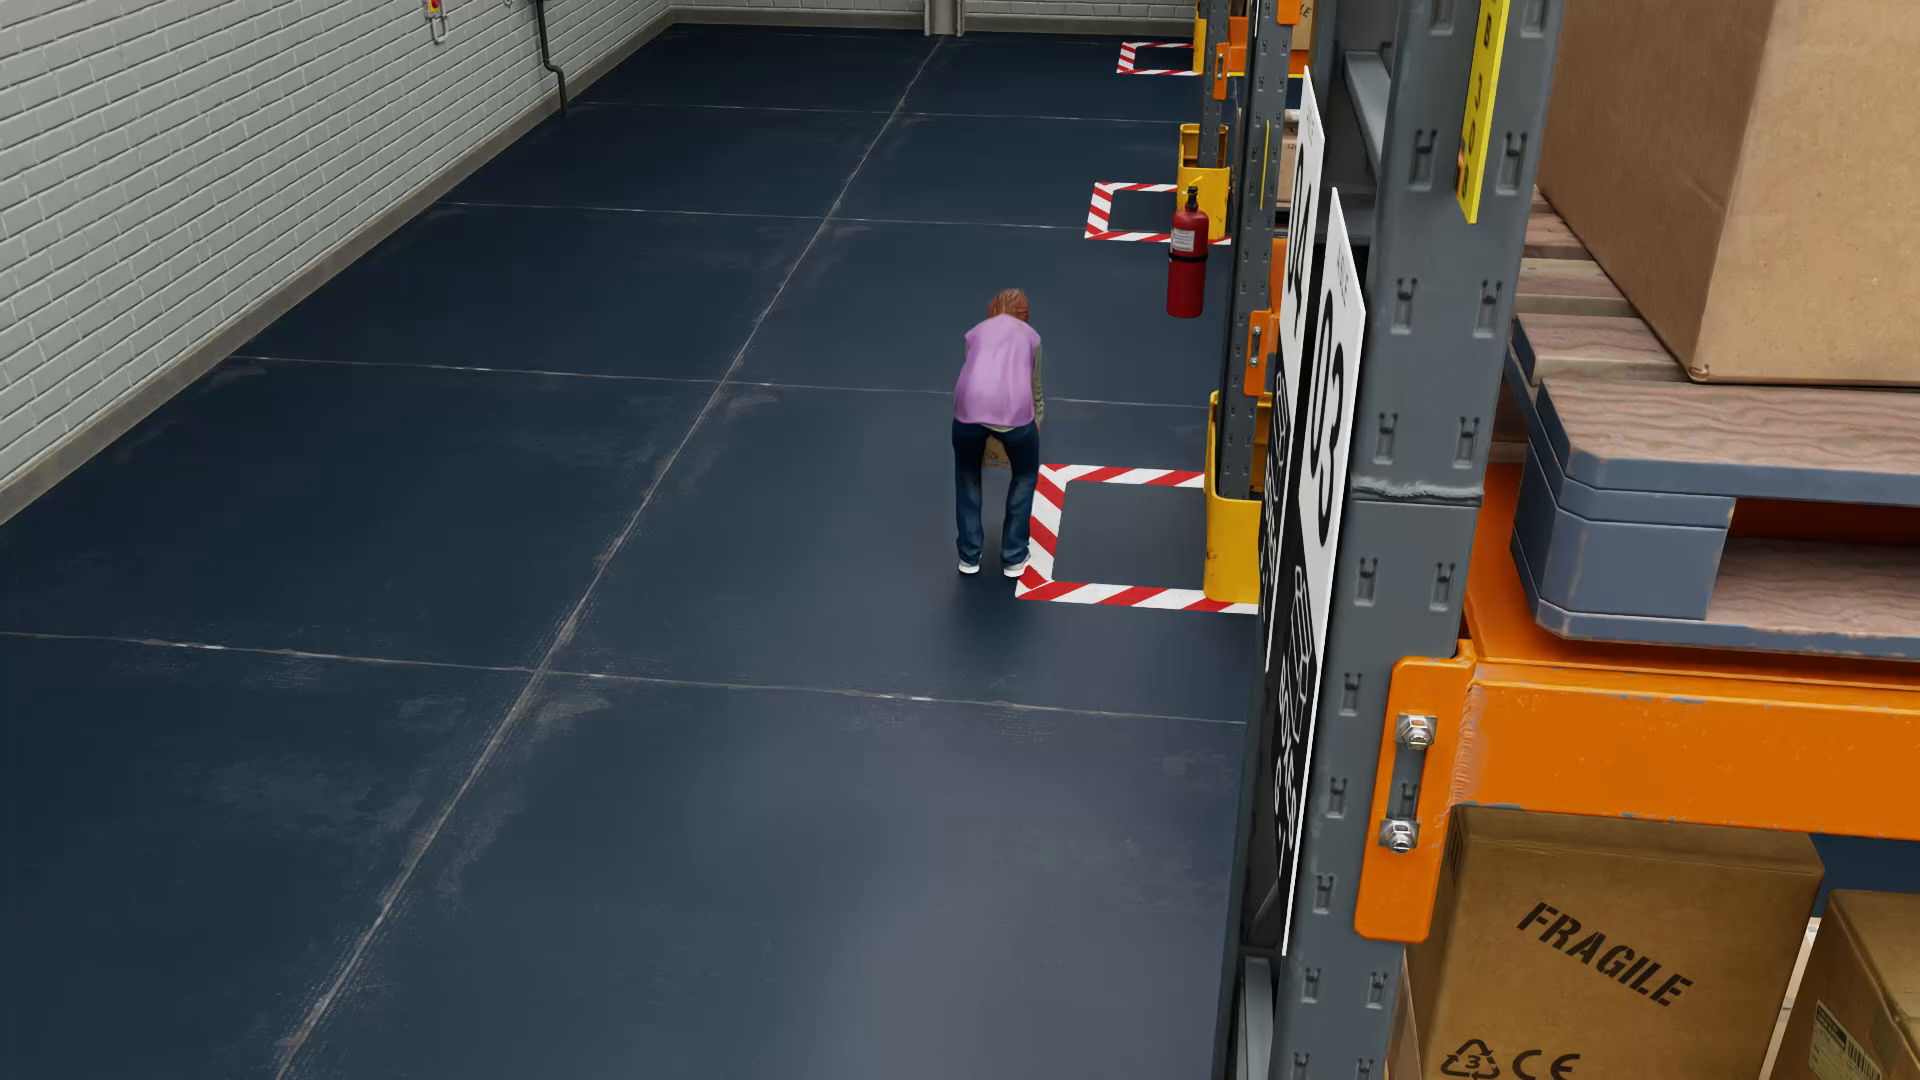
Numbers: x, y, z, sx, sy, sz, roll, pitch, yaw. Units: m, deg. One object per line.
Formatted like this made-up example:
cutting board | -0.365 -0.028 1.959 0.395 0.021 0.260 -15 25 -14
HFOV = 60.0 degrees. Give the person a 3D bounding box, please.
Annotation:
person | 0.187 -0.478 7.484 0.385 1.139 0.848 4 29 8
